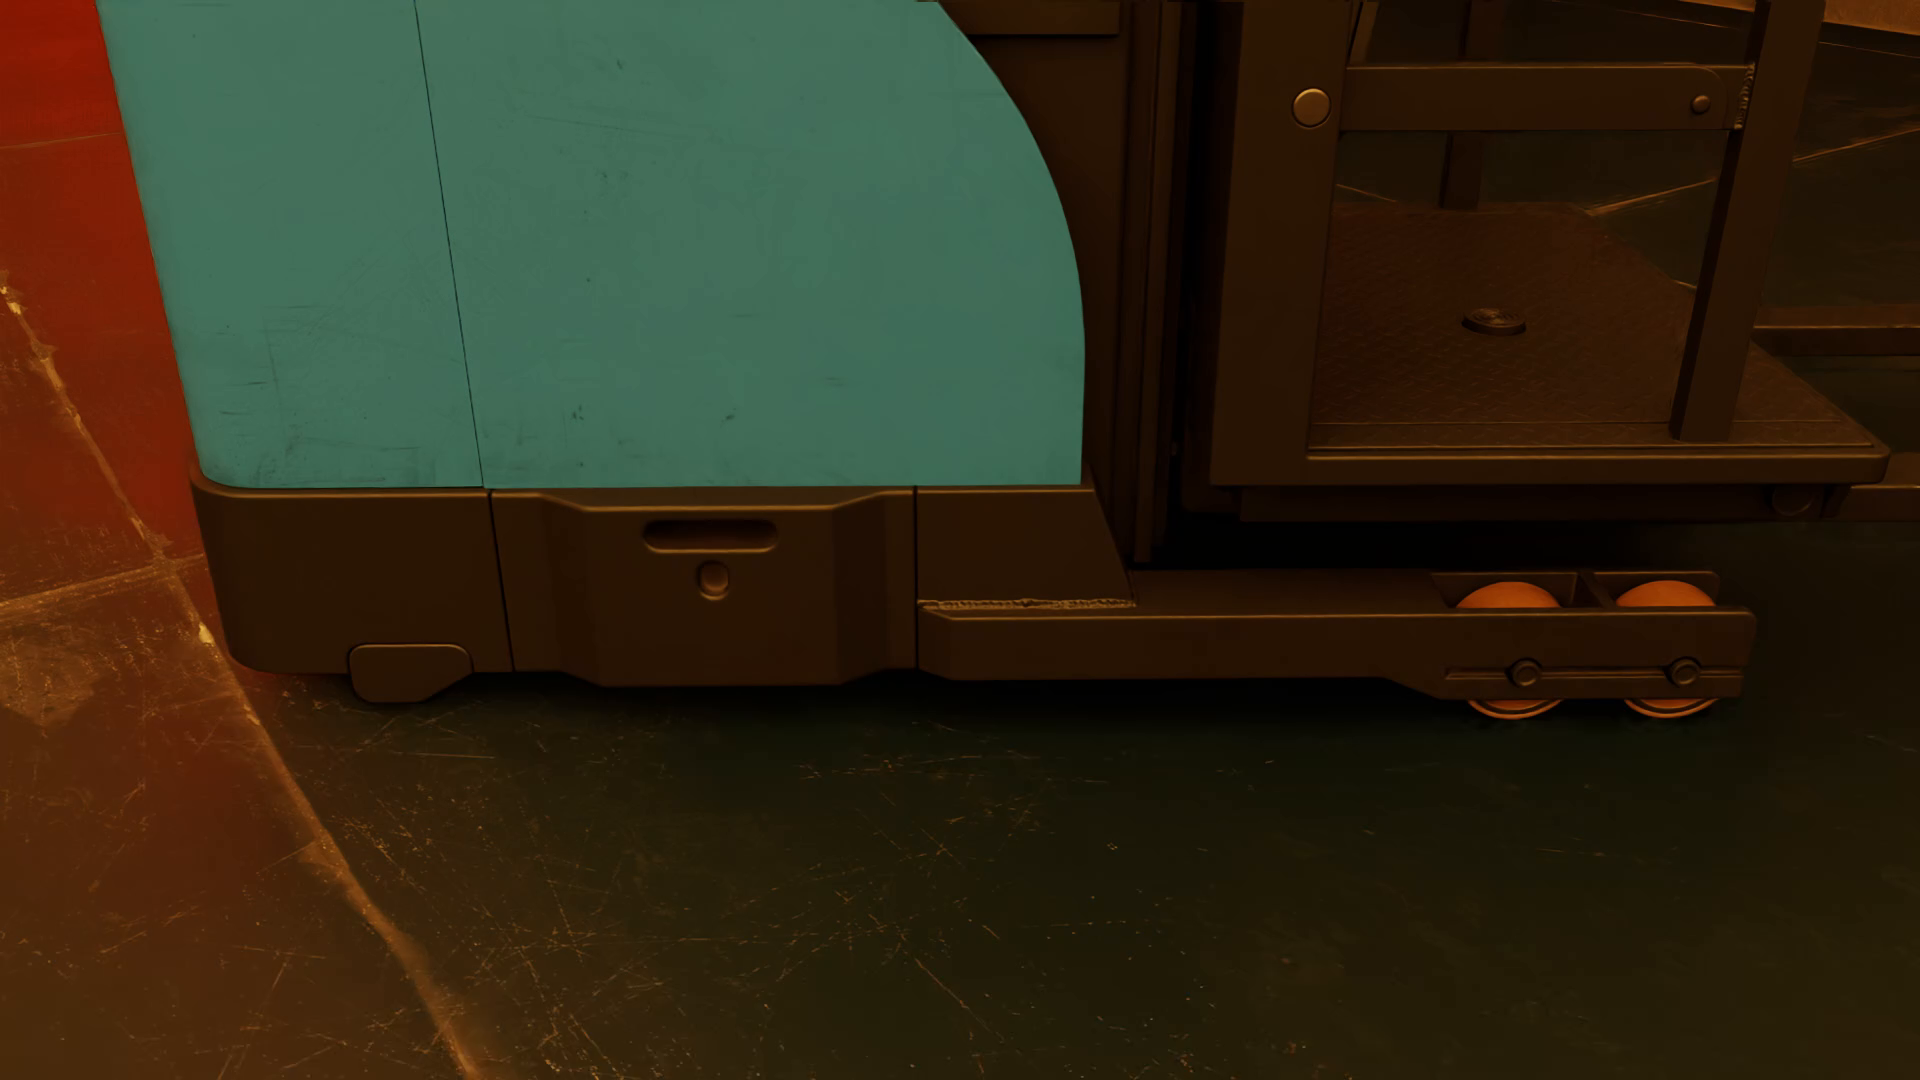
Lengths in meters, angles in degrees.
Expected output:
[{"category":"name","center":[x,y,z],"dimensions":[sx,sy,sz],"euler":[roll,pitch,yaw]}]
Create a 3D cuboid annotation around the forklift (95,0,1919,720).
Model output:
[{"category":"forklift","center":[0.586,-1.327,1.877],"dimensions":[3.031,2.935,1.130],"euler":[0,27,-1]}]
